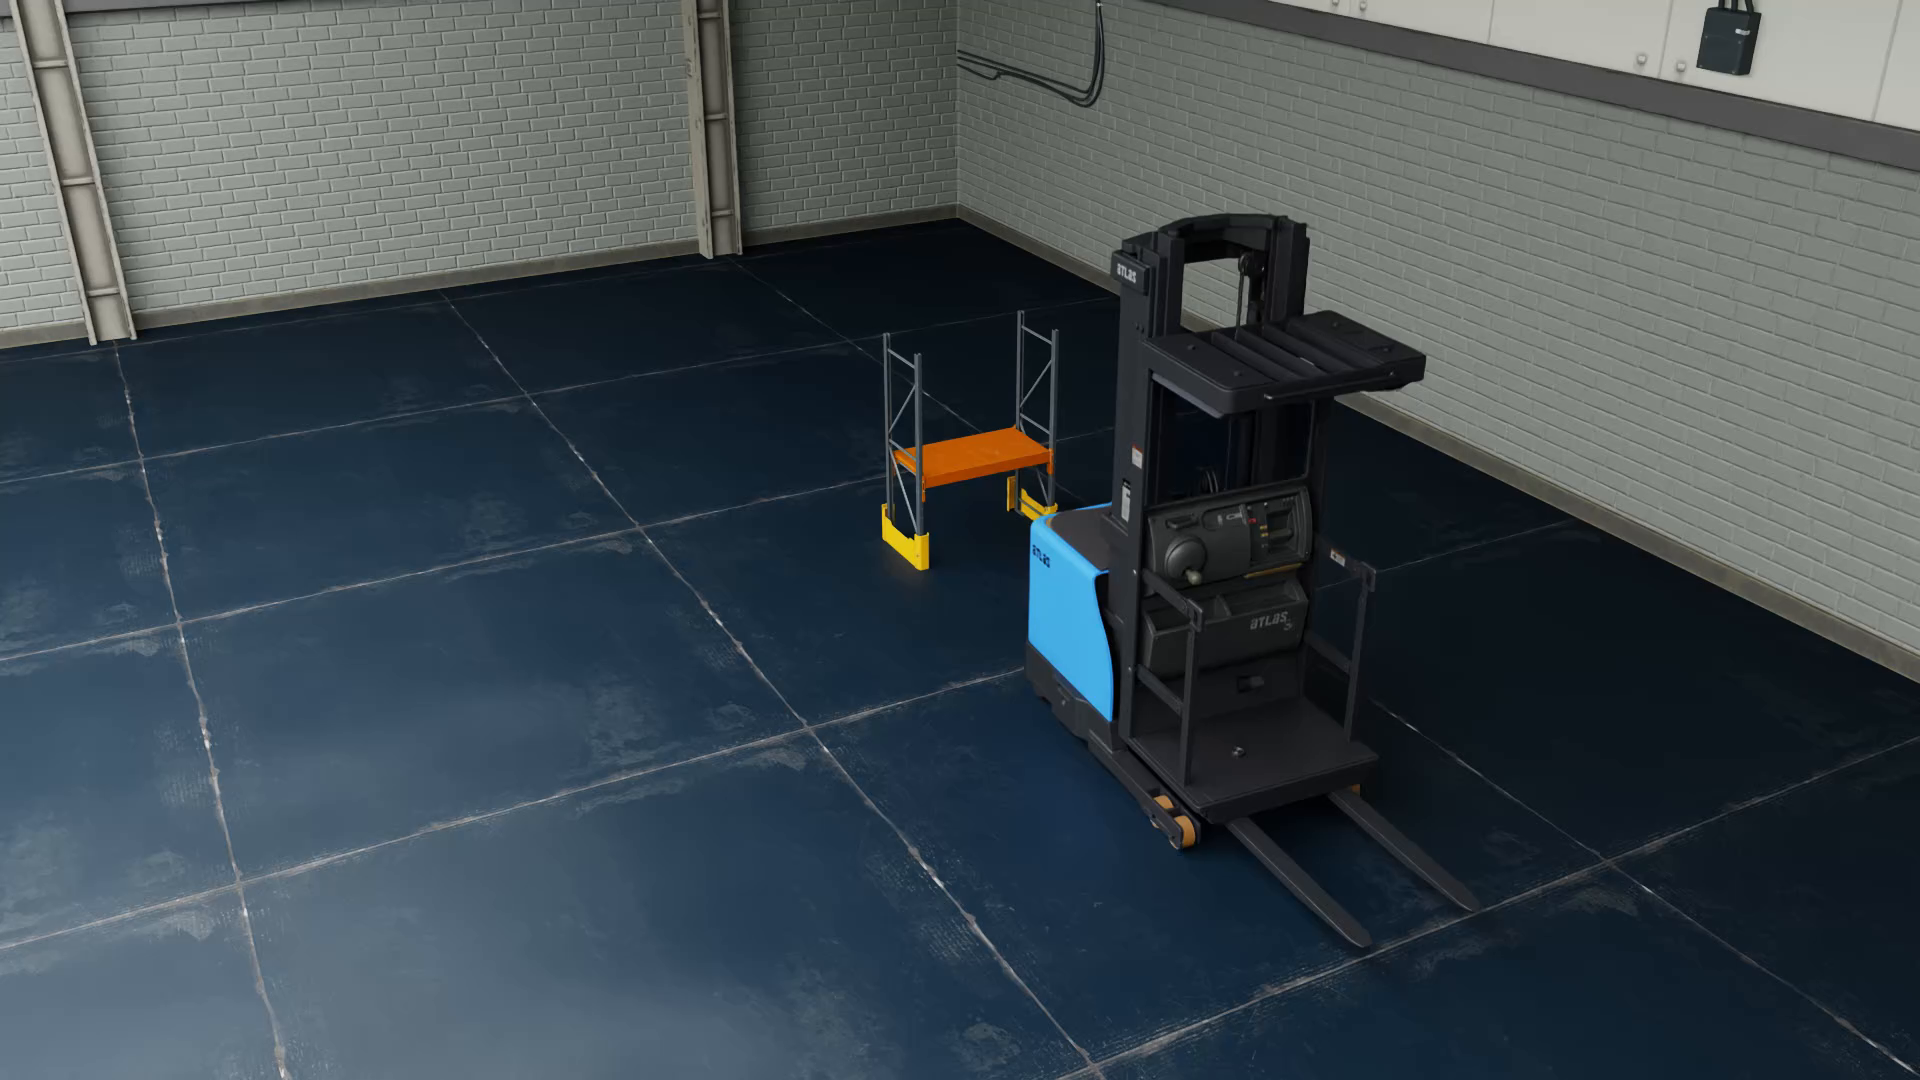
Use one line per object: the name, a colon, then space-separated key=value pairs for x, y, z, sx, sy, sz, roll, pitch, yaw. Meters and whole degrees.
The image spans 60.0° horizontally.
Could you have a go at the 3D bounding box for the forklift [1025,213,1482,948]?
forklift: x=1.447 y=0.013 z=8.139 sx=1.130 sy=2.935 sz=3.031 roll=-11 pitch=28 yaw=-22

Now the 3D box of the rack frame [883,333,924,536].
rack frame: x=-0.373 y=-0.590 z=11.048 sx=0.032 sy=1.500 sz=0.500 roll=-13 pitch=29 yaw=-25

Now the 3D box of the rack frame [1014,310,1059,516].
rack frame: x=0.524 y=-0.797 z=11.479 sx=0.032 sy=1.500 sz=0.500 roll=-13 pitch=29 yaw=-25

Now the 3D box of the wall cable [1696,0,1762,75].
wall cable: x=5.082 y=-5.167 z=7.987 sx=0.169 sy=6.003 sz=2.305 roll=-13 pitch=29 yaw=-25

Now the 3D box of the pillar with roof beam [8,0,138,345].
pillar with roof beam: x=-5.861 y=-4.301 z=10.114 sx=0.400 sy=9.000 sz=9.100 roll=-13 pitch=29 yaw=-25

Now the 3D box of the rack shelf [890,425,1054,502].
rack shelf: x=0.075 y=-0.531 z=11.342 sx=1.000 sy=0.185 sz=0.538 roll=-13 pitch=29 yaw=-25

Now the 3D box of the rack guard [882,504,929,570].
rack guard: x=-0.372 y=-0.027 z=11.319 sx=0.087 sy=0.250 sz=0.587 roll=-13 pitch=29 yaw=-25

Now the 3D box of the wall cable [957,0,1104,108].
wall cable: x=0.629 y=-5.863 z=16.954 sx=0.112 sy=2.526 sz=3.097 roll=-13 pitch=29 yaw=-25

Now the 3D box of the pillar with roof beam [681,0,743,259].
pillar with roof beam: x=-0.567 y=-5.523 z=12.659 sx=0.400 sy=9.000 sz=9.100 roll=-13 pitch=29 yaw=-25

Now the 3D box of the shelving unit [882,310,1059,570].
shelving unit: x=0.067 y=-0.692 z=11.260 sx=1.083 sy=1.500 sz=0.587 roll=-13 pitch=29 yaw=-25

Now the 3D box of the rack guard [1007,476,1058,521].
rack guard: x=0.507 y=-0.230 z=11.742 sx=0.087 sy=0.250 sz=0.587 roll=-13 pitch=29 yaw=-25
